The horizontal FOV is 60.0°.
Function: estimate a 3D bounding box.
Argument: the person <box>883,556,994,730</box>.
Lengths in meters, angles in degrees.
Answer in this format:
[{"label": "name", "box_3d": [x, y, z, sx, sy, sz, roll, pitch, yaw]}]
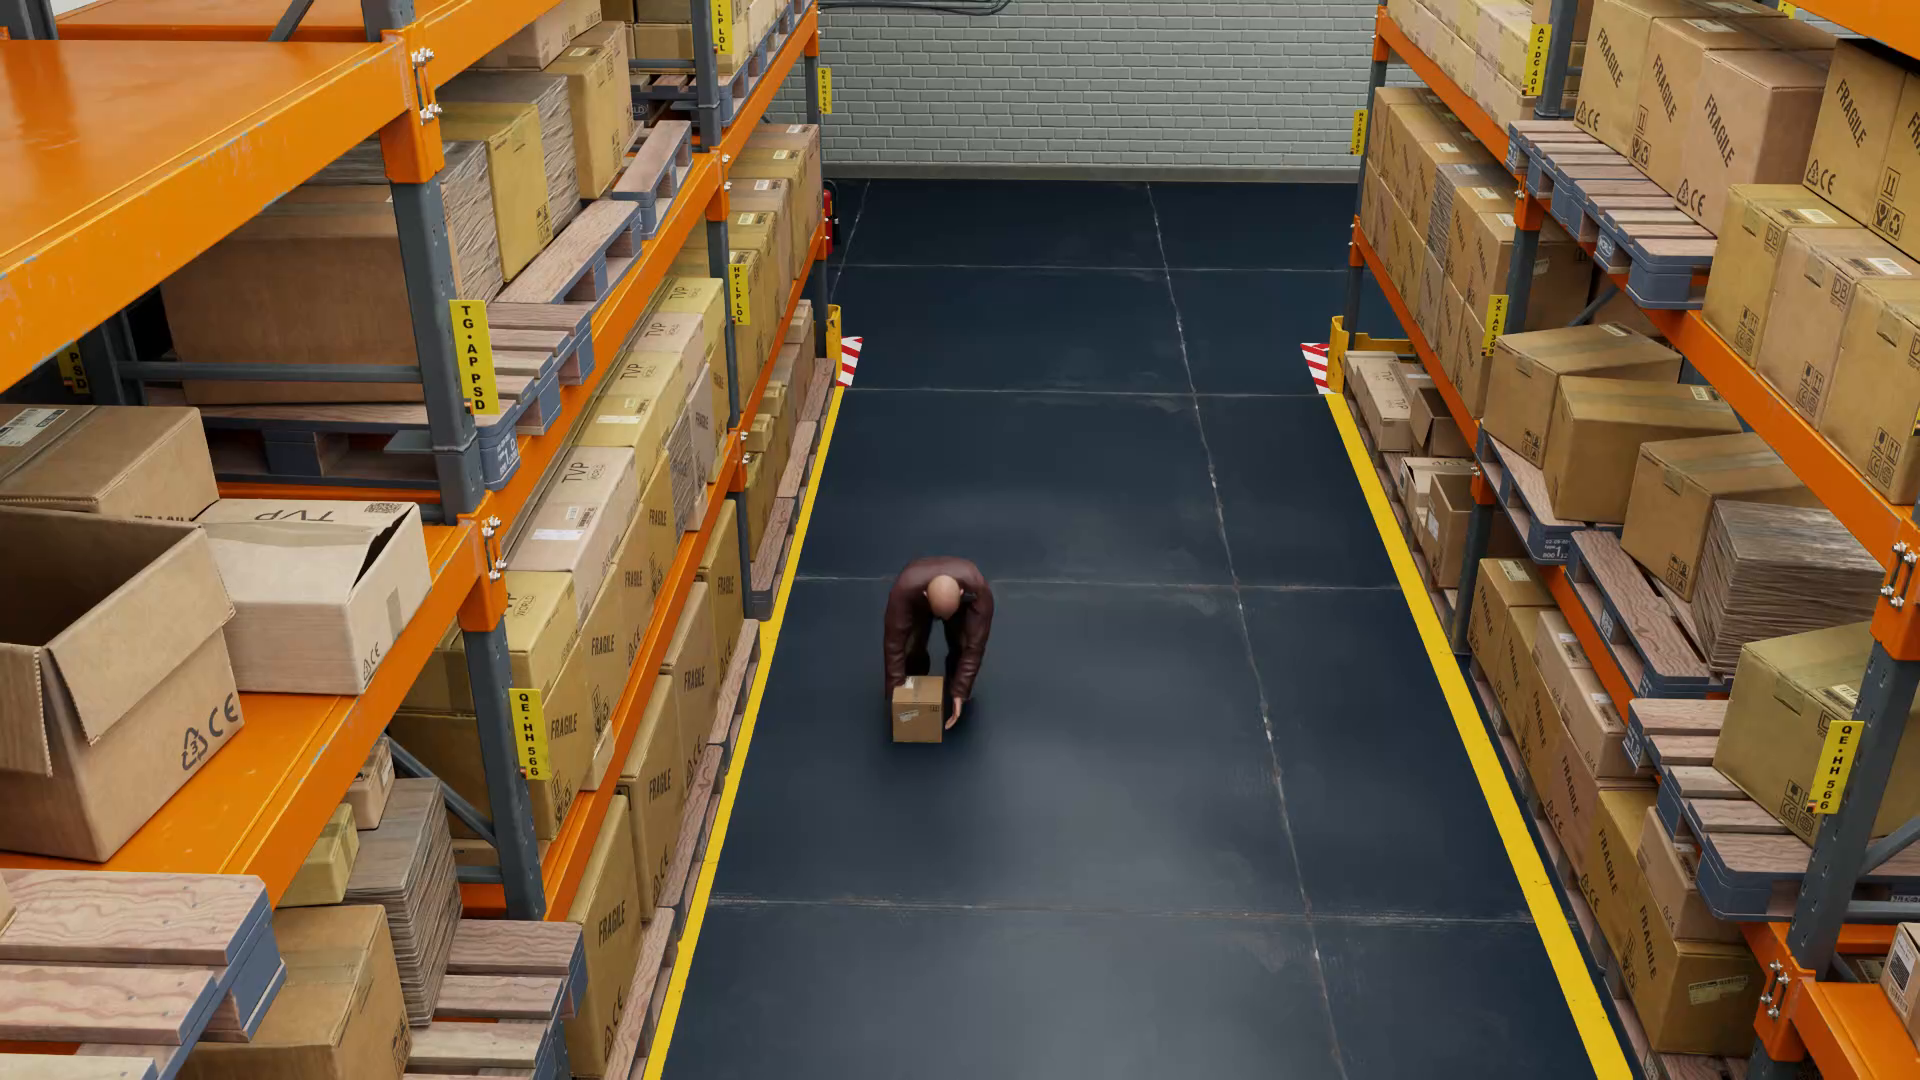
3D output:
[{"label": "person", "box_3d": [-0.114, 0.434, 8.750, 0.590, 0.906, 0.872, 1, 28, 2]}]
